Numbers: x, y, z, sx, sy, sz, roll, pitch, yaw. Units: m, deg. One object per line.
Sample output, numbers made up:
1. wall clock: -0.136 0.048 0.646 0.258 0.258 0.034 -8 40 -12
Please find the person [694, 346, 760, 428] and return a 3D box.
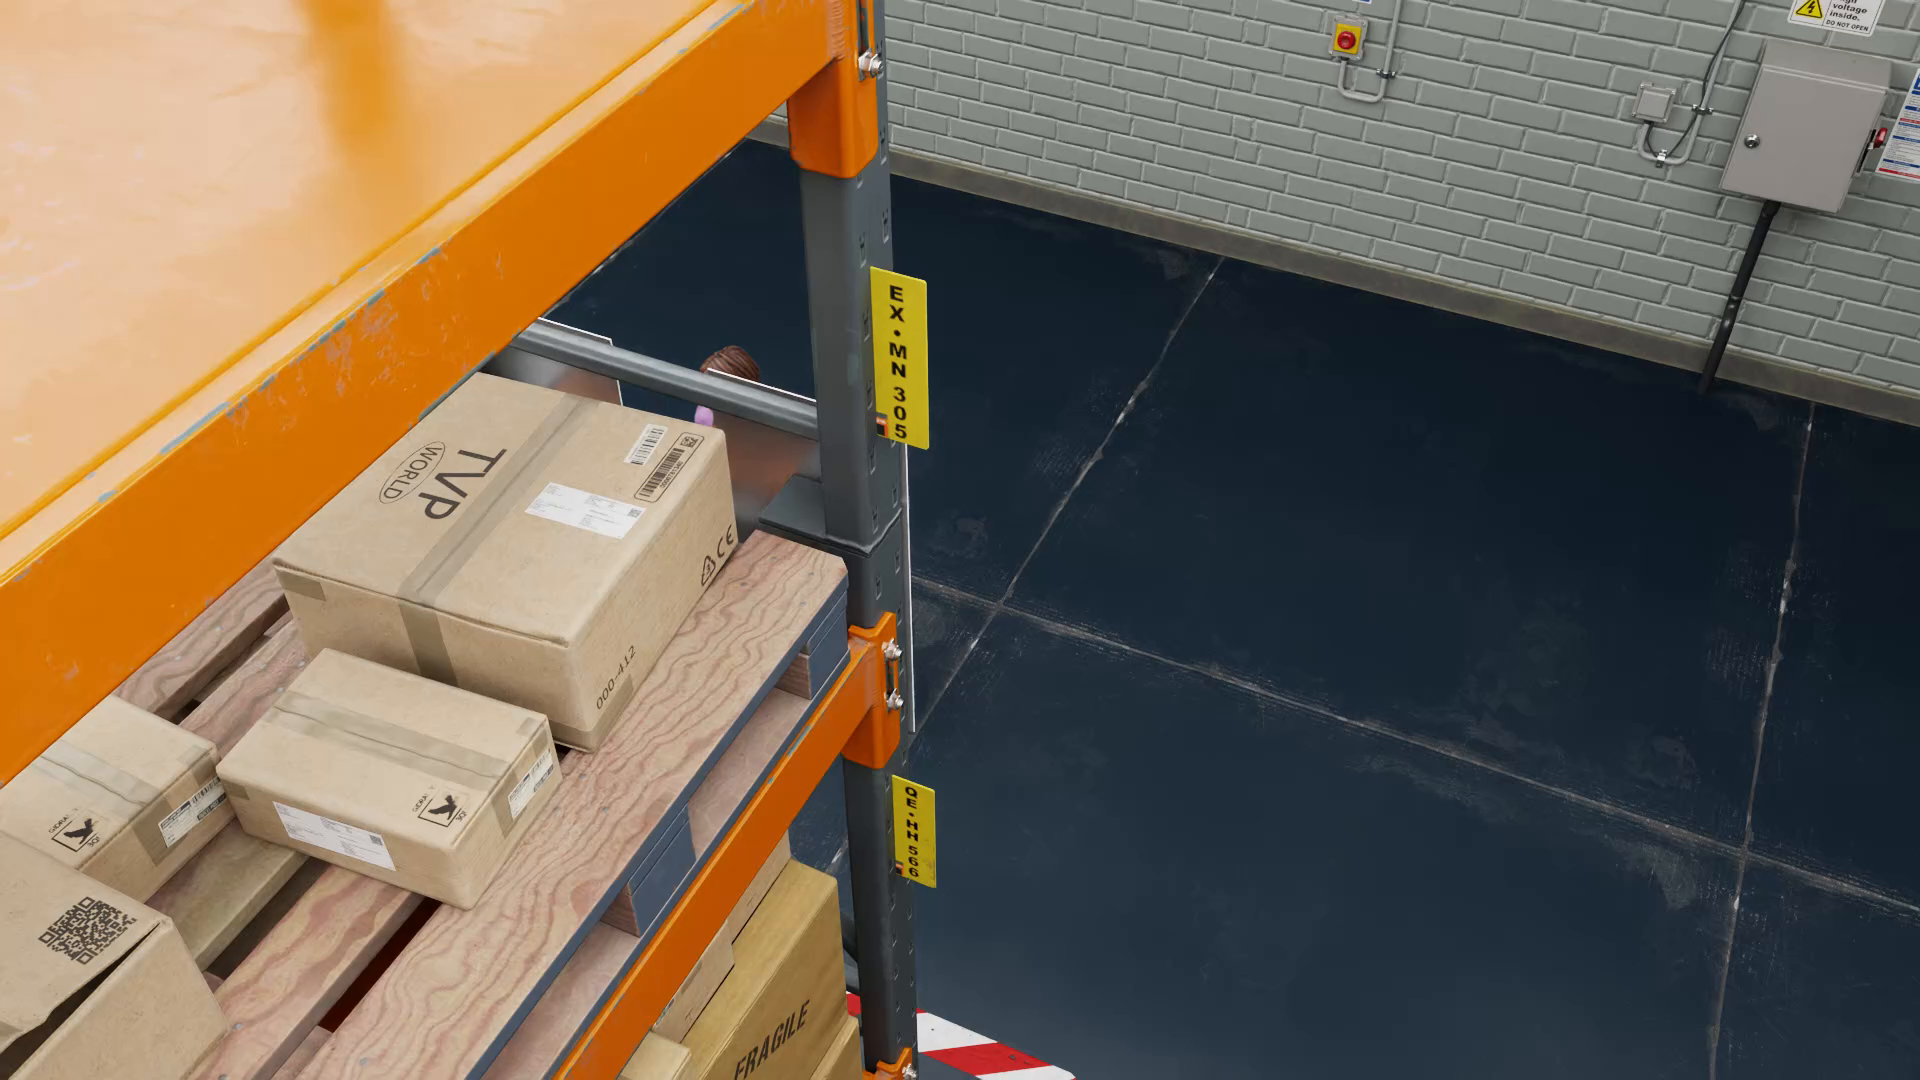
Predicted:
1. person: -0.845 -0.005 6.176 0.418 1.579 0.545 24 48 24
